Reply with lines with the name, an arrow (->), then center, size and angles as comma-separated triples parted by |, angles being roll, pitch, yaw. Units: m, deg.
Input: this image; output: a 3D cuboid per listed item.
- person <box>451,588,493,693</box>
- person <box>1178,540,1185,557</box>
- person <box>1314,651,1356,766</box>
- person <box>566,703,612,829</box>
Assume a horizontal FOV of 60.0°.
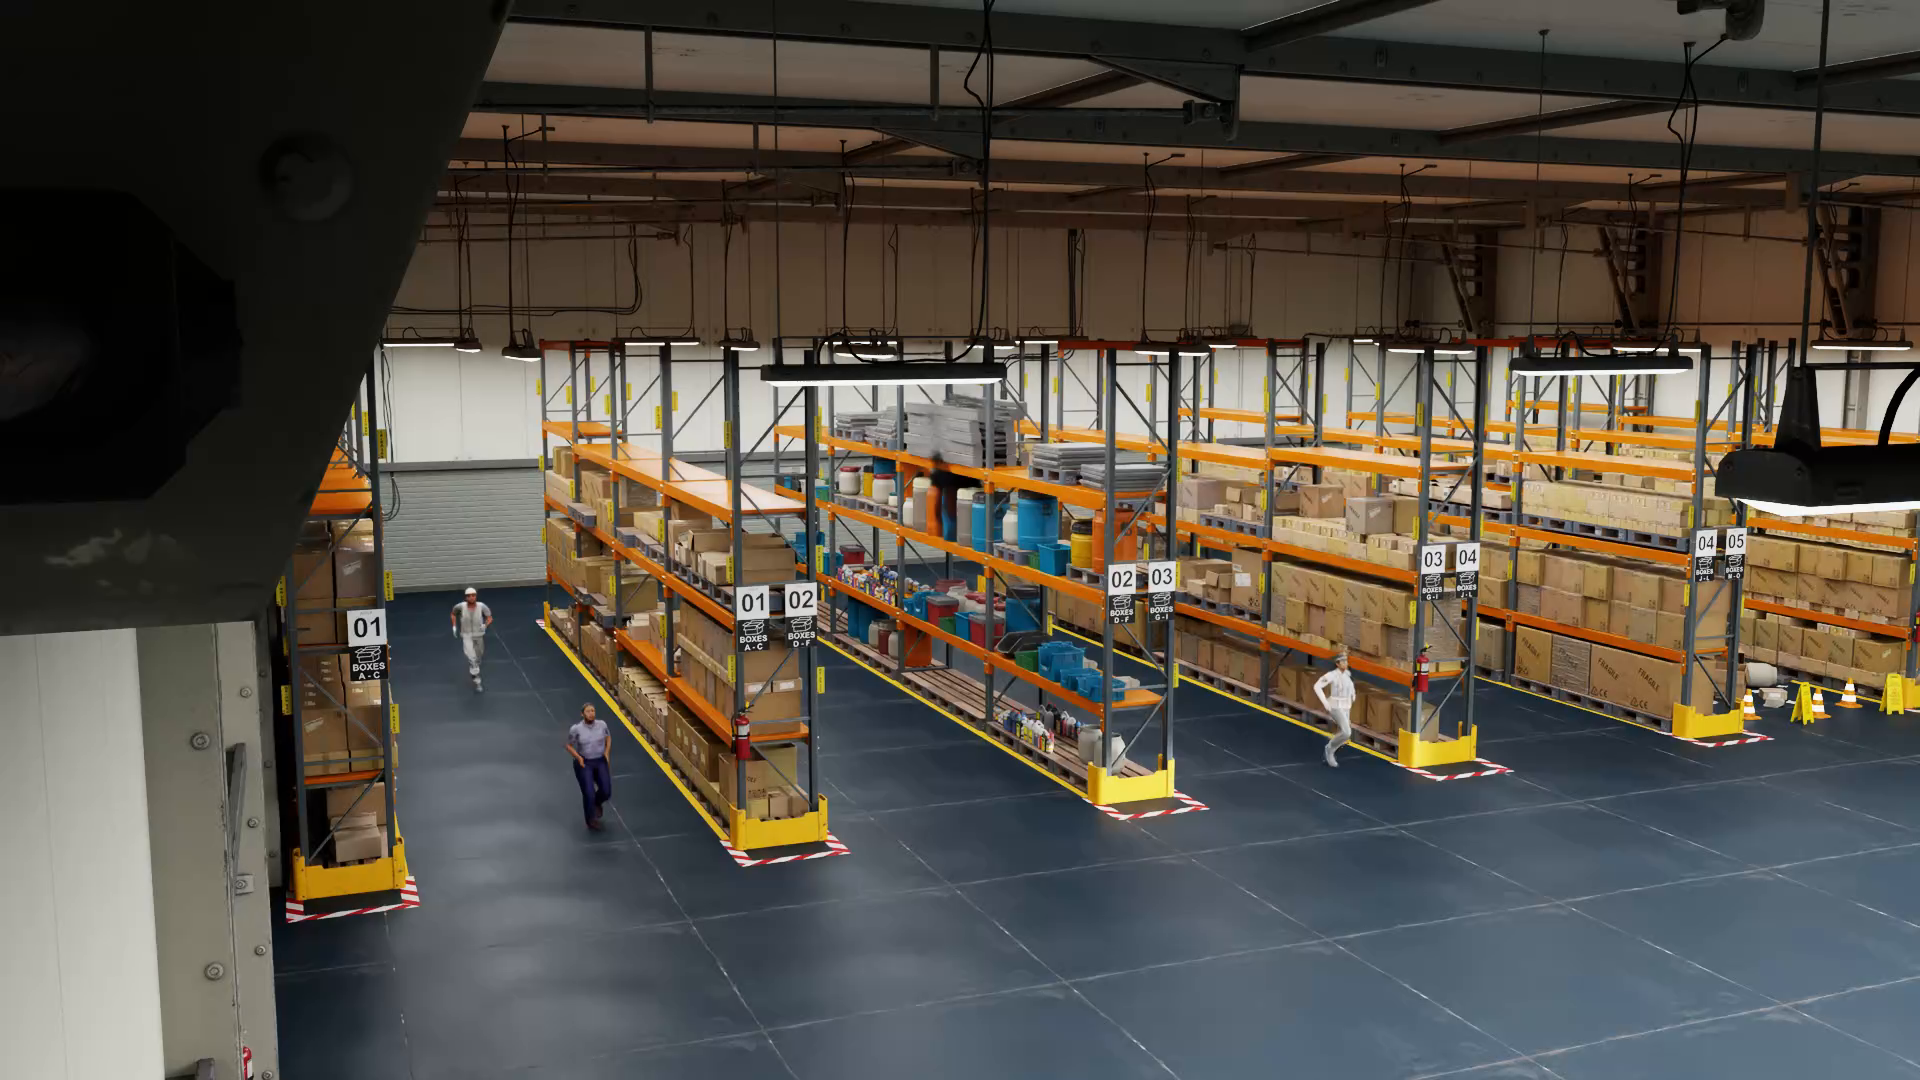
person -> -8.474, 1.691, 28.919 | 0.685, 1.775, 1.046 | -3, 8, -22
person -> 5.551, -0.014, 42.047 | 0.864, 1.784, 0.726 | -6, 9, -38
person -> 5.453, 2.417, 23.823 | 0.611, 1.659, 0.553 | -6, 10, -40
person -> -4.627, 2.828, 20.882 | 0.586, 1.592, 0.493 | -4, 8, -28
